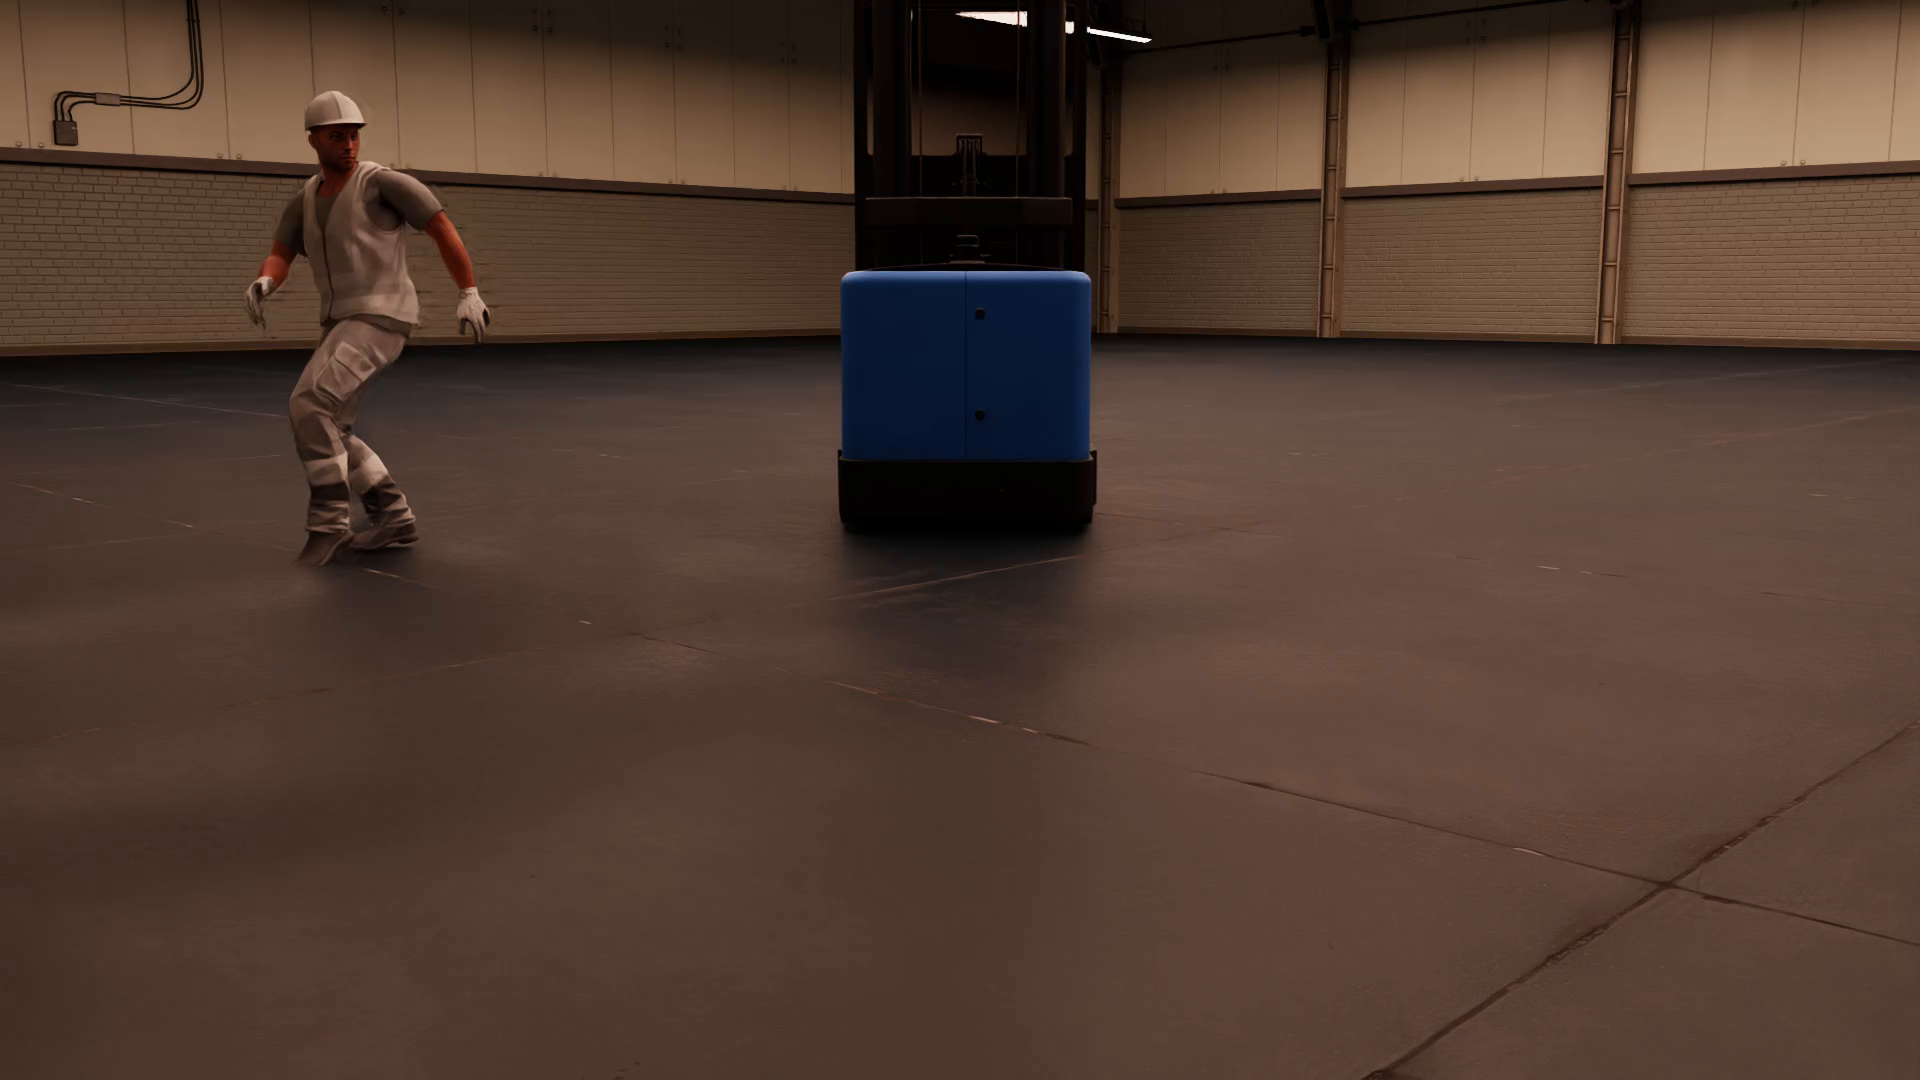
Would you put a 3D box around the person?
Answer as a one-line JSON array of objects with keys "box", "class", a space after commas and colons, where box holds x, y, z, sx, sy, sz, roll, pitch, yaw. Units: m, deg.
[{"box": [-2.270, -0.773, 6.273, 0.627, 1.777, 0.813, 8, 12, 43], "class": "person"}]

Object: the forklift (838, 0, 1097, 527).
[{"box": [0.052, -1.688, 8.085, 1.130, 2.935, 3.031, 0, 9, 1], "class": "forklift"}]
